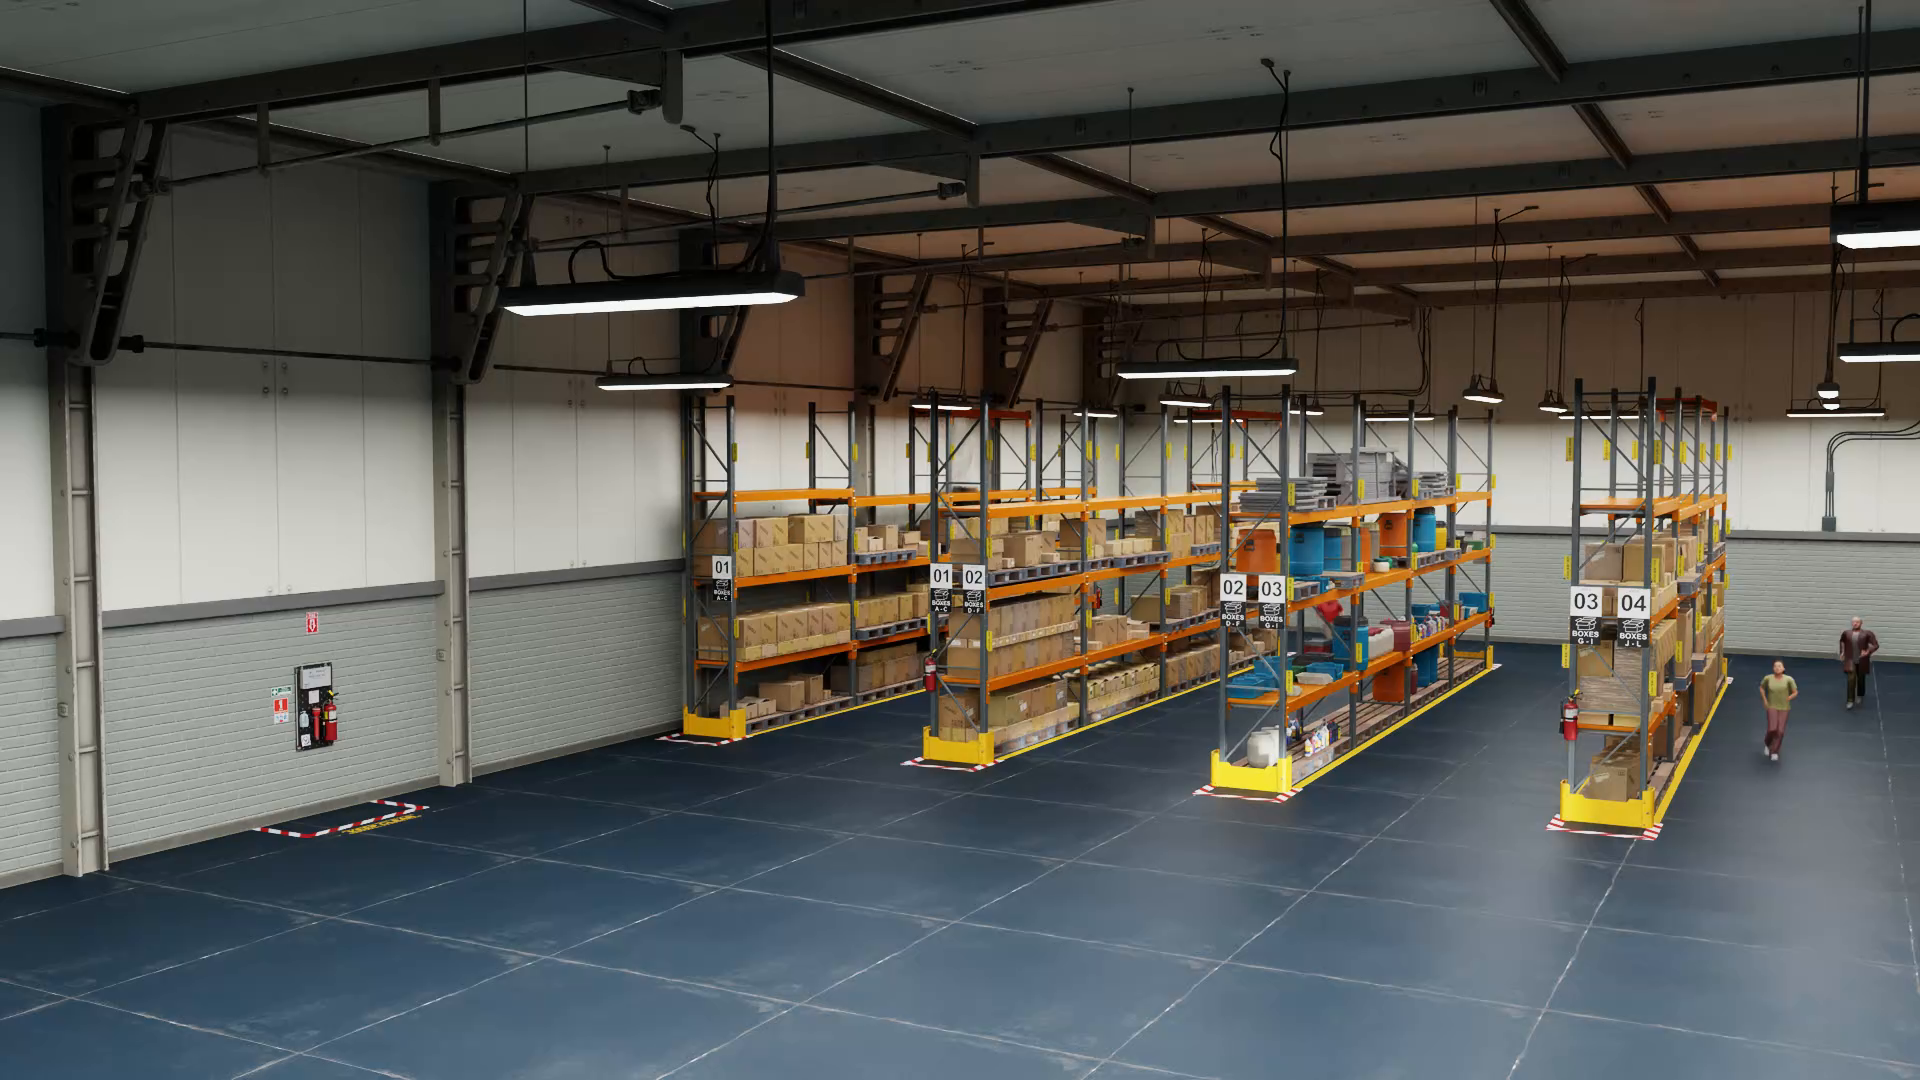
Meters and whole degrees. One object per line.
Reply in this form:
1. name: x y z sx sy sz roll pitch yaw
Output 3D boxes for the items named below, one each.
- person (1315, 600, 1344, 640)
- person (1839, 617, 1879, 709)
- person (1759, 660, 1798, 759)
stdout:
1. person: 8.926 2.065 40.094 0.688 1.658 0.656 0 3 1
2. person: 17.485 2.374 32.380 0.713 1.774 1.003 2 4 36
3. person: 13.288 2.760 26.997 0.564 1.637 0.537 1 3 24
